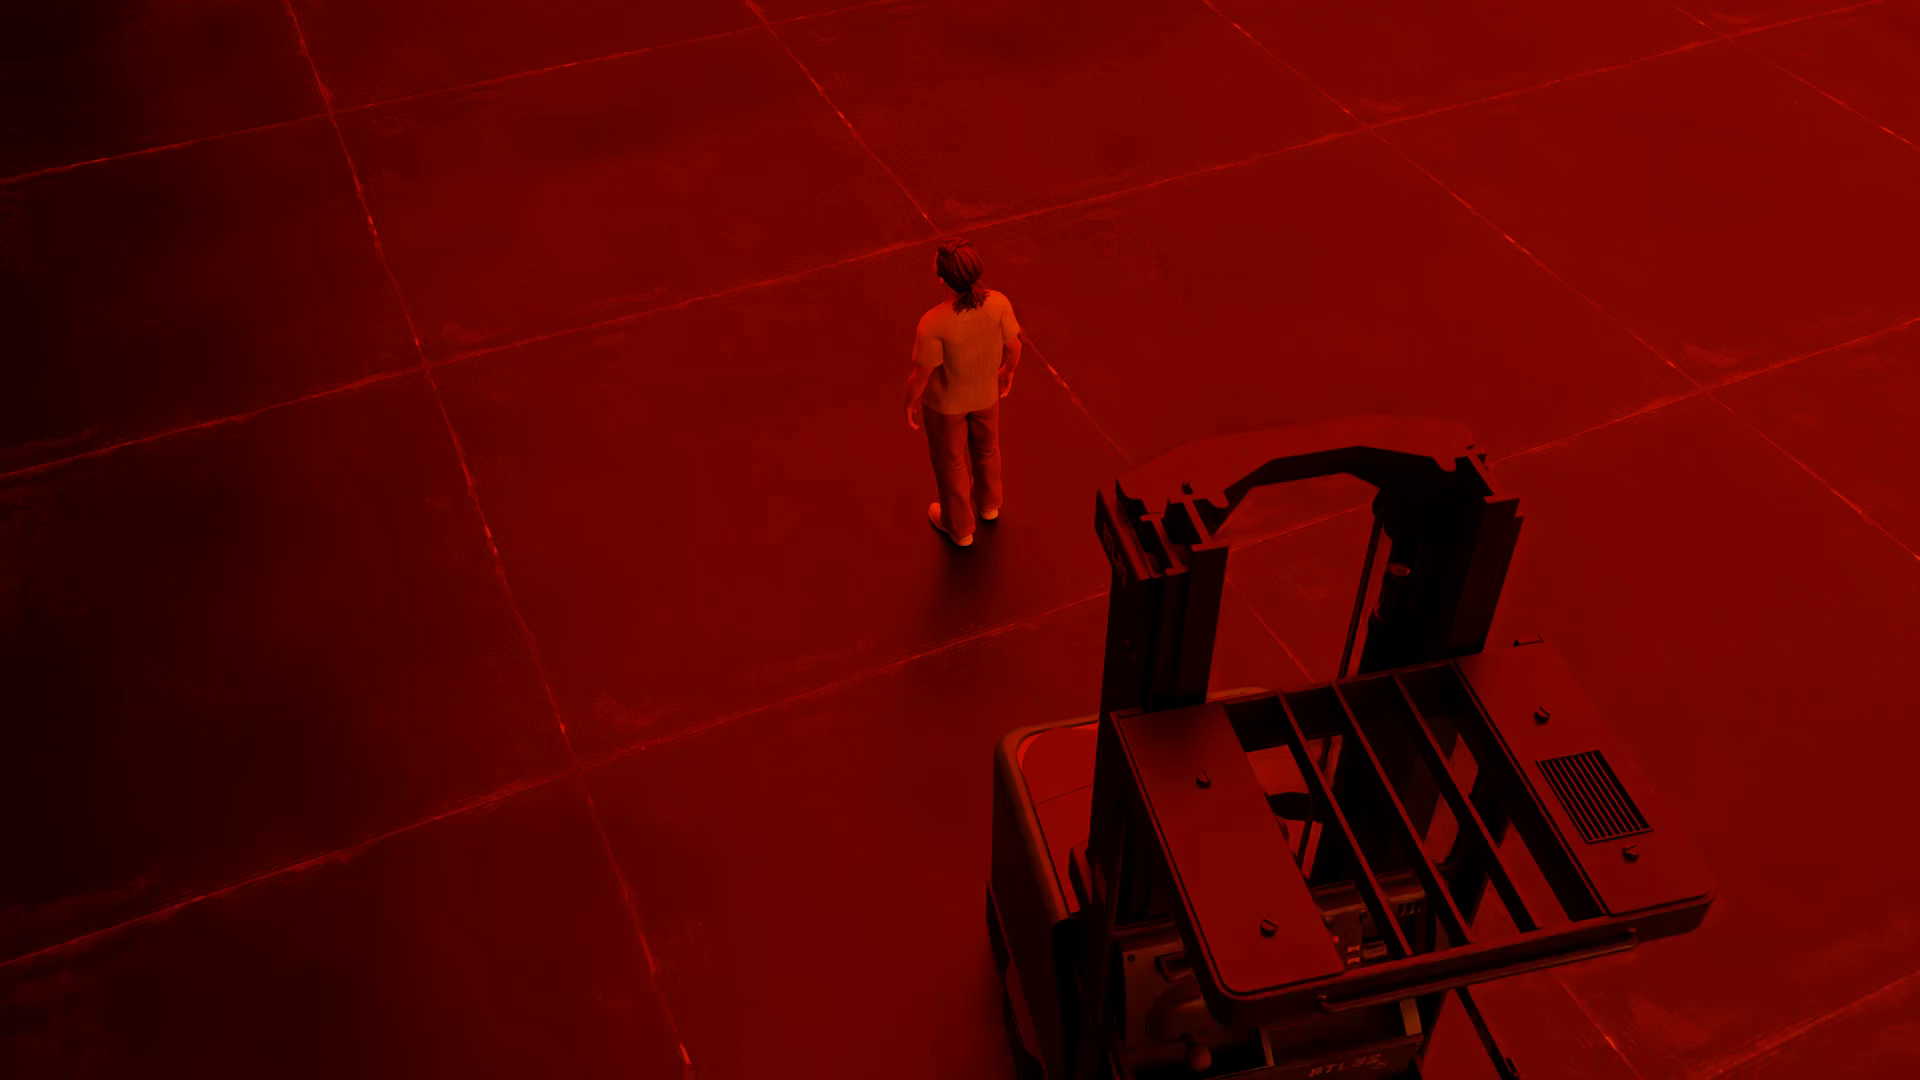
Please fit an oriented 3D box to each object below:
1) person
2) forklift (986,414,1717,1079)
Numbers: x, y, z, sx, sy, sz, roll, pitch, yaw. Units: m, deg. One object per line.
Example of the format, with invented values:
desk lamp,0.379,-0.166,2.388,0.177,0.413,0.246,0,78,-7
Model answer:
person,-0.021,-0.667,7.304,0.553,1.673,0.548,-18,46,-18
forklift,0.934,1.259,4.331,1.130,2.935,3.031,-9,44,-10
